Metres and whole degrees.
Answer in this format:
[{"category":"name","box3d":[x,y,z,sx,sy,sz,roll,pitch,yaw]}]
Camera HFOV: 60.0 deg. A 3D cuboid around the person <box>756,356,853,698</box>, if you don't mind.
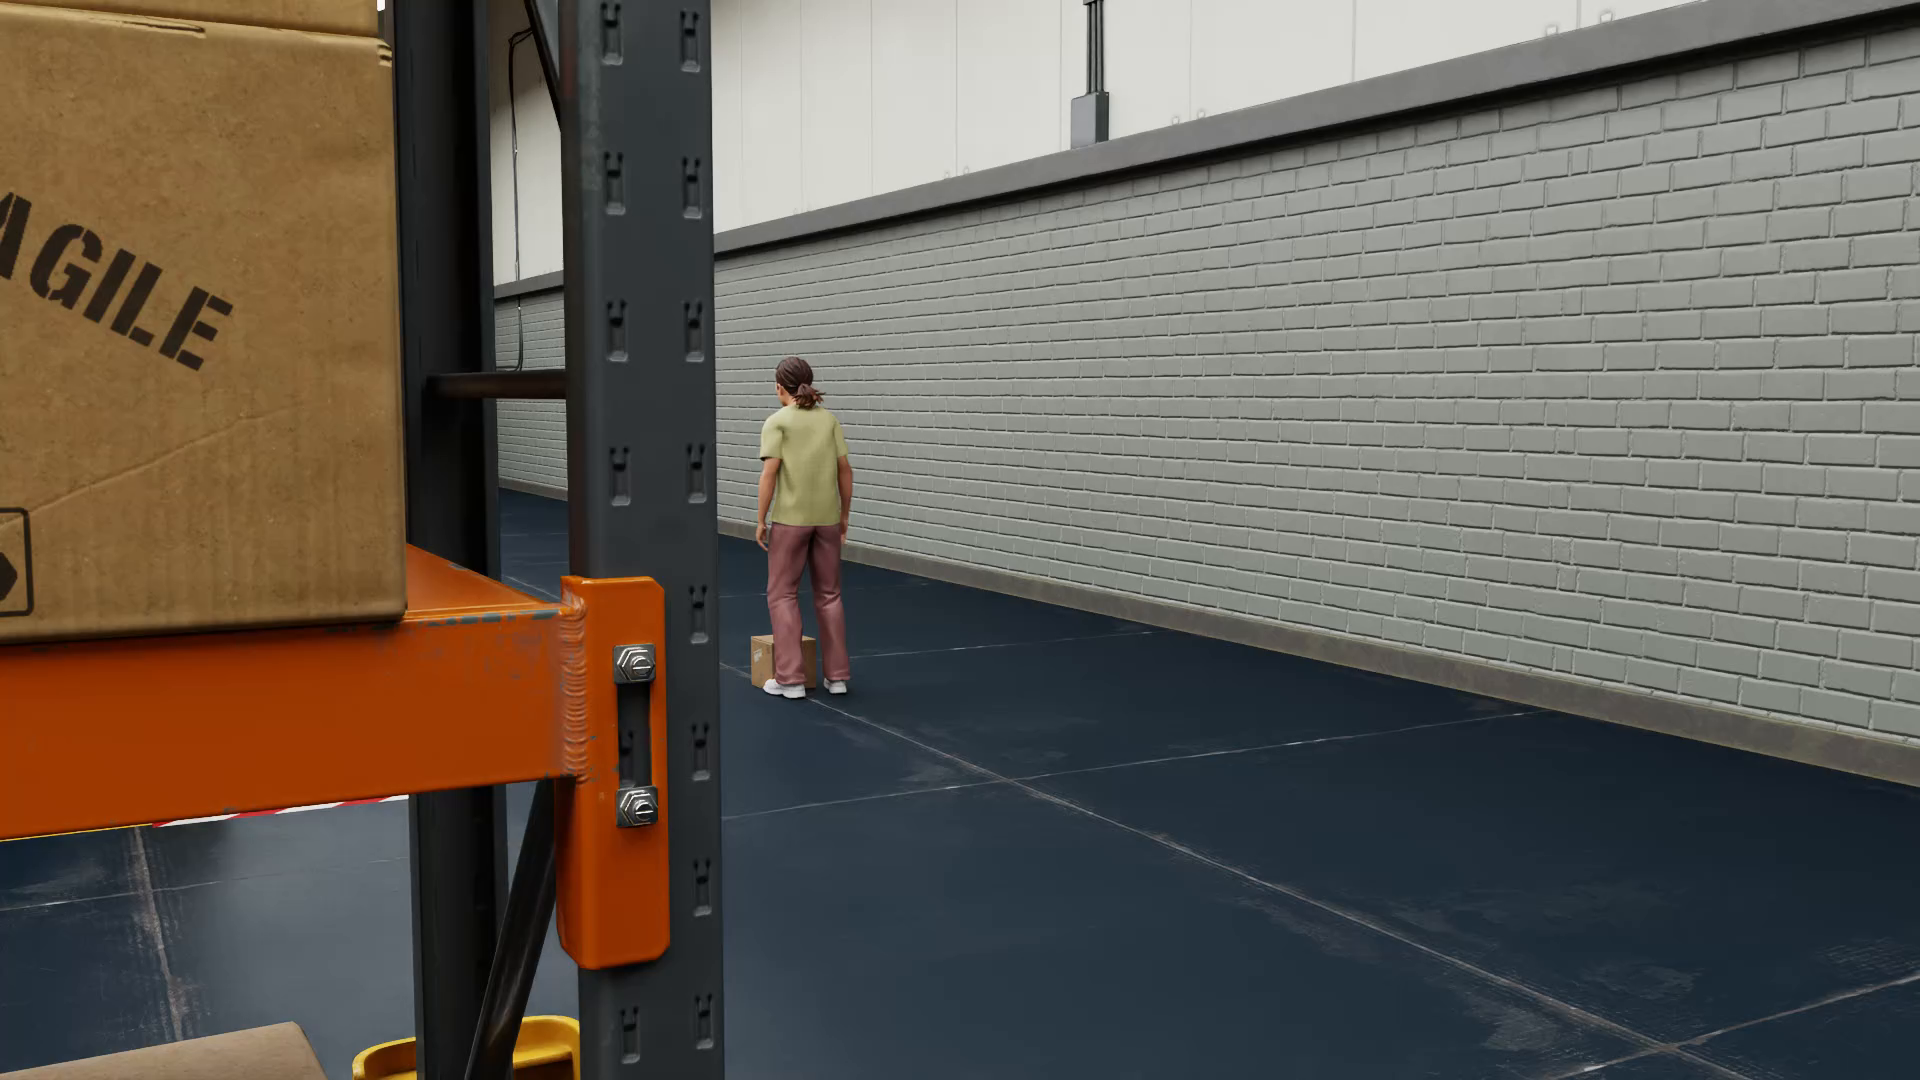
[{"category":"person","box3d":[-0.773,-0.066,8.205,0.508,1.672,0.349,-3,6,-30]}]
